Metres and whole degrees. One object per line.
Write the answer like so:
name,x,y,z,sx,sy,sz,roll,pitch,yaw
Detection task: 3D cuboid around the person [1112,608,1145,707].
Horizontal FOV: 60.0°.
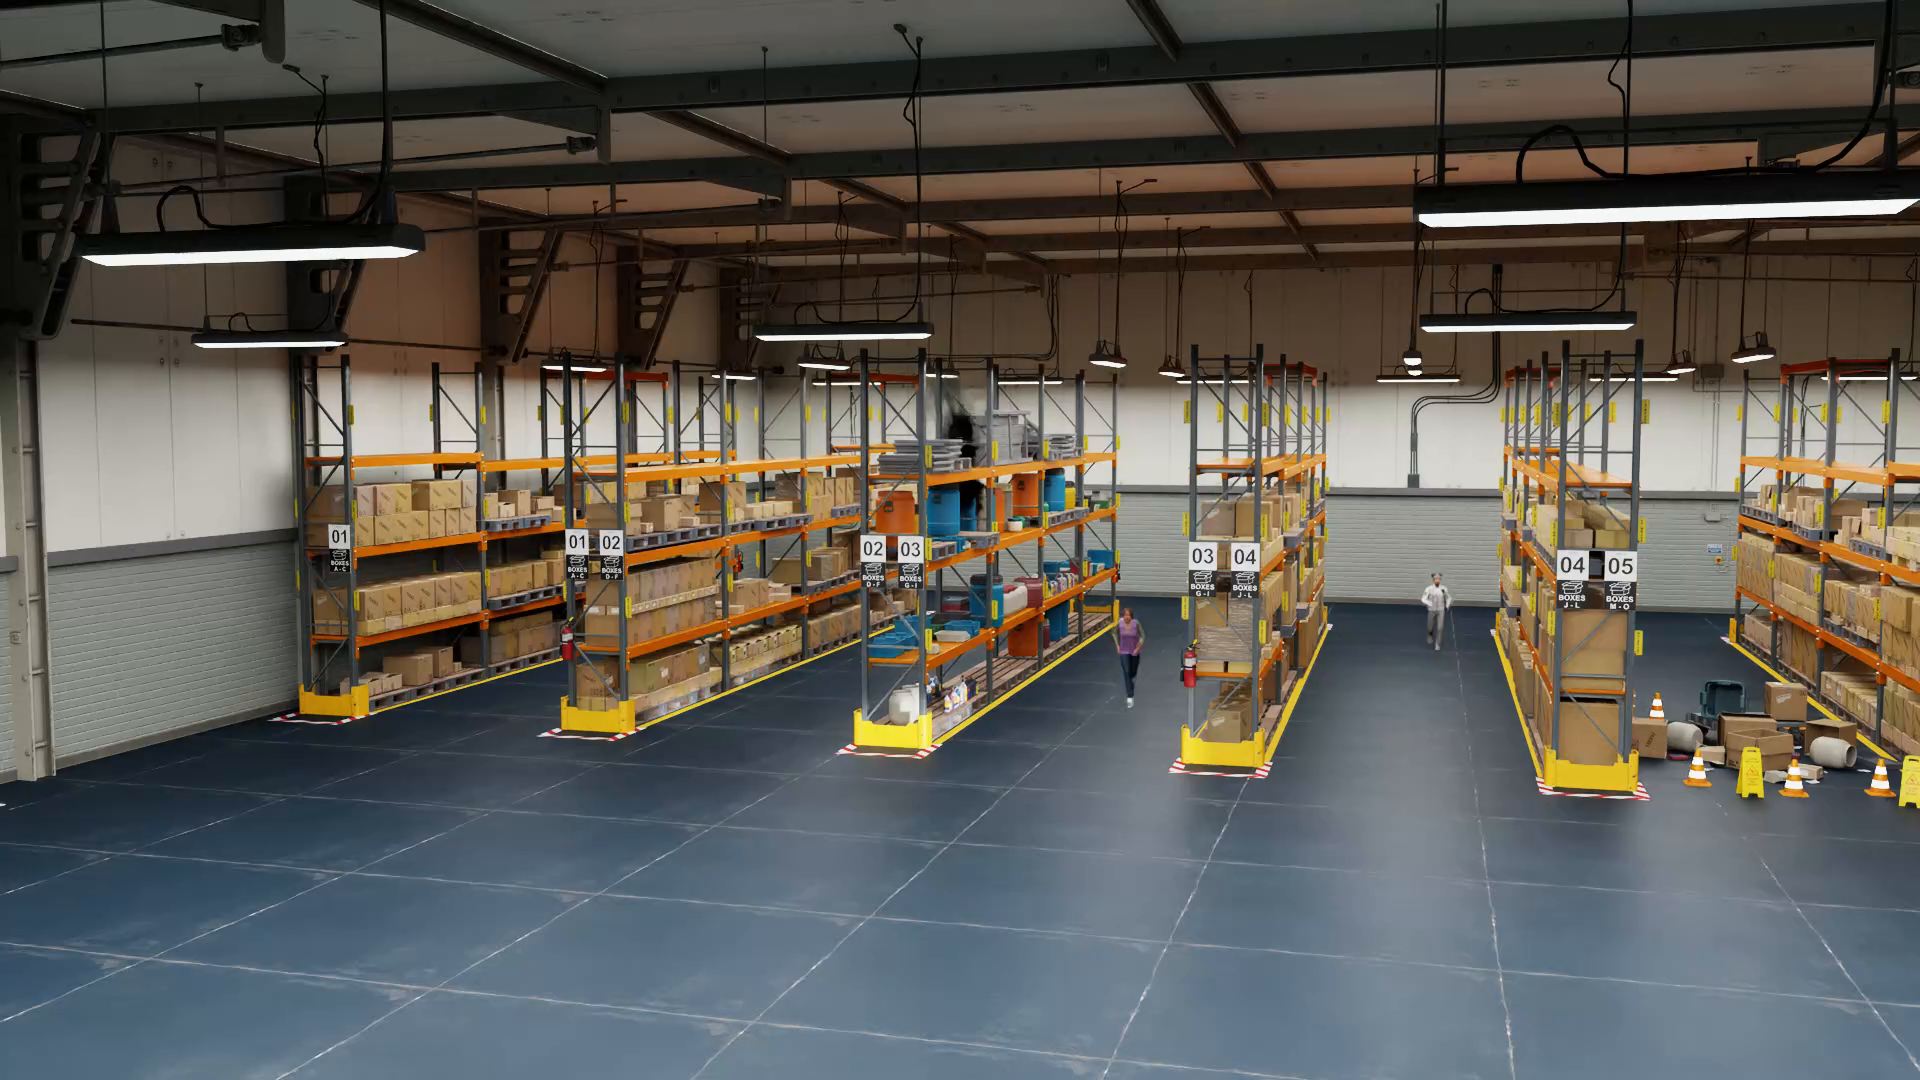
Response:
person,2.780,1.888,27.410,0.536,1.605,0.937,0,4,5

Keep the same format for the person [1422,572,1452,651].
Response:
person,10.183,1.511,35.500,0.625,1.654,0.724,1,4,11
